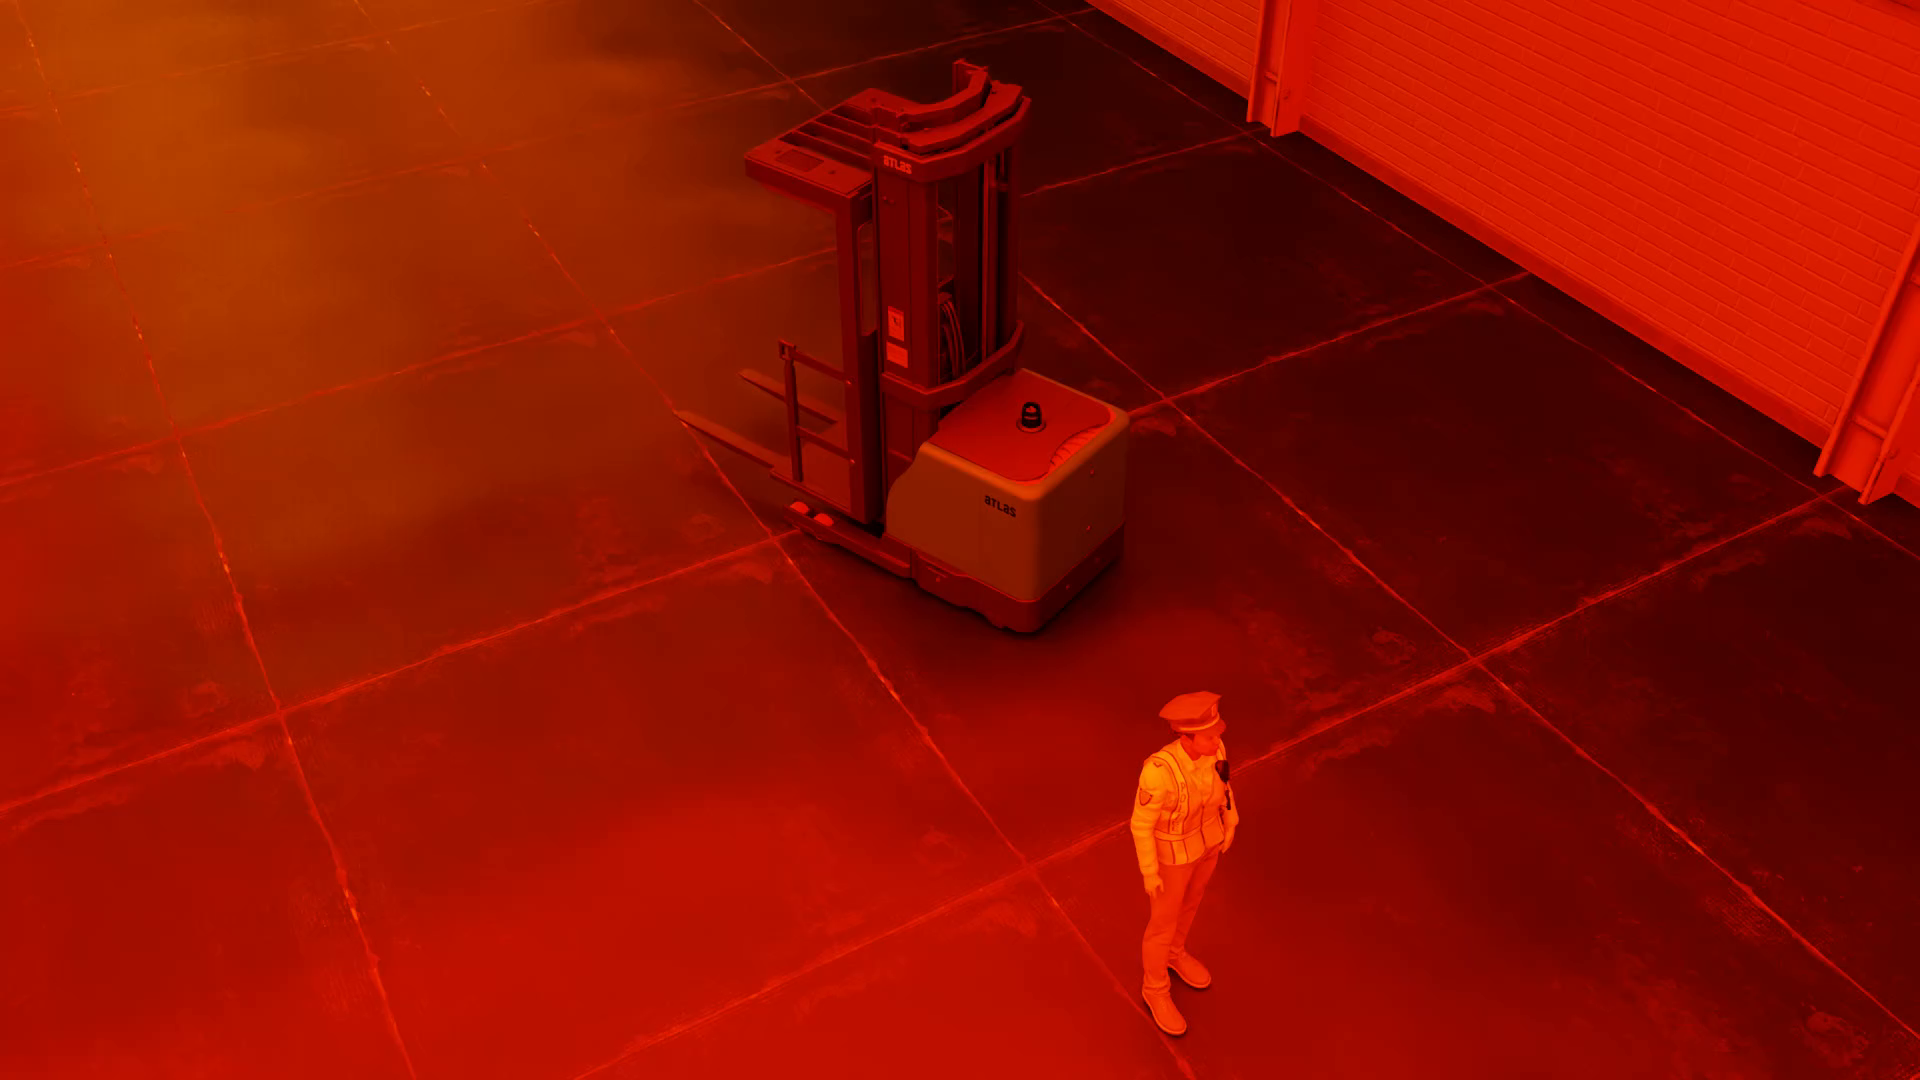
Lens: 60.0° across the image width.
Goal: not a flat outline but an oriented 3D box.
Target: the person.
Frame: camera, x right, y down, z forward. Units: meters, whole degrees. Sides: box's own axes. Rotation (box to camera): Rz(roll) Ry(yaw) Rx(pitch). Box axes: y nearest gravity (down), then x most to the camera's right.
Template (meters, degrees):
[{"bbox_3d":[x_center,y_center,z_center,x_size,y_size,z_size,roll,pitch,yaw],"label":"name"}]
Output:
[{"bbox_3d":[1.032,1.382,7.326,0.588,1.696,0.534,-27,47,-29],"label":"person"}]

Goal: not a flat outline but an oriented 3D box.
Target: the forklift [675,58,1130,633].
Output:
[{"bbox_3d":[-0.481,-1.366,9.683,3.031,2.935,1.130,26,46,28],"label":"forklift"}]
